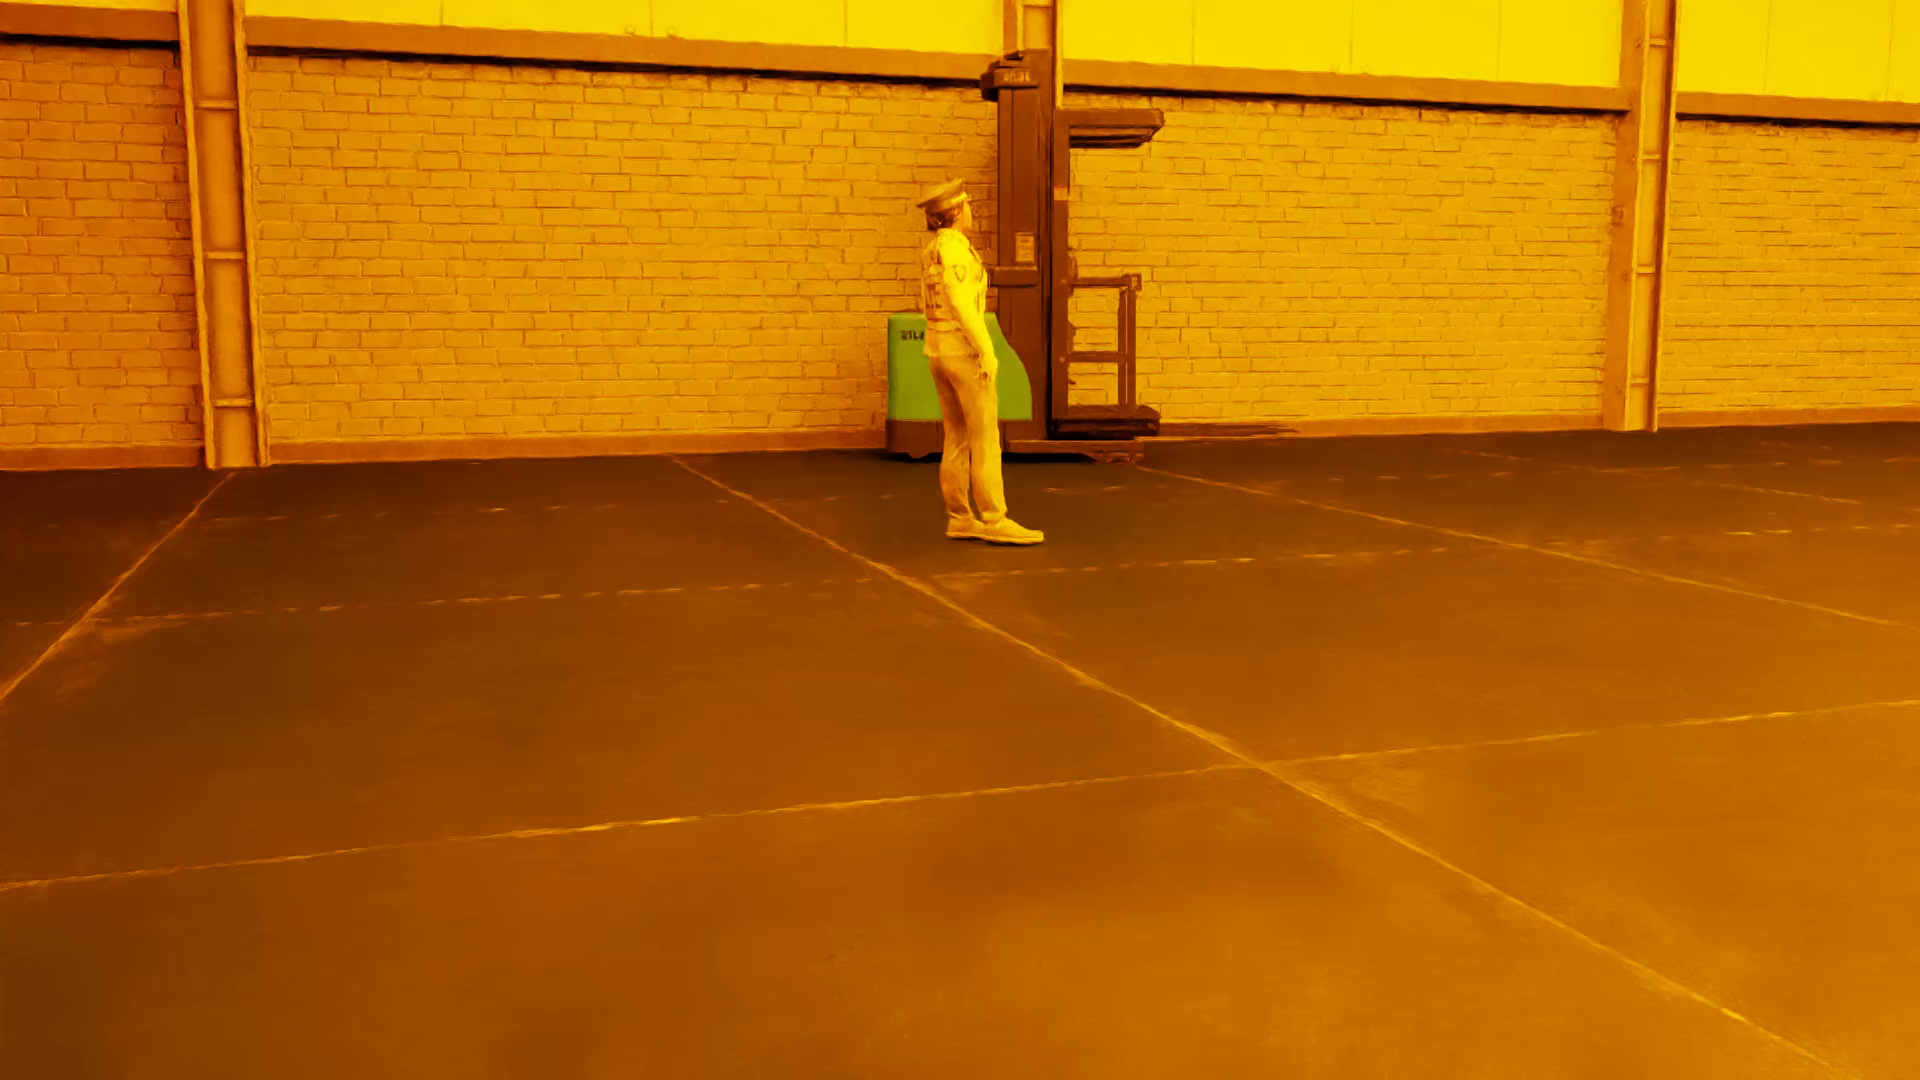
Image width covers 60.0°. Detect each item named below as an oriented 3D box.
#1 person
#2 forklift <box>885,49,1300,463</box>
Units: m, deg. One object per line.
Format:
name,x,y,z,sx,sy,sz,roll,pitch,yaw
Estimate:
person,0.066,-0.849,7.823,0.532,1.695,0.586,-3,8,-18
forklift,0.981,-2.082,12.355,3.031,2.935,1.130,0,8,1
